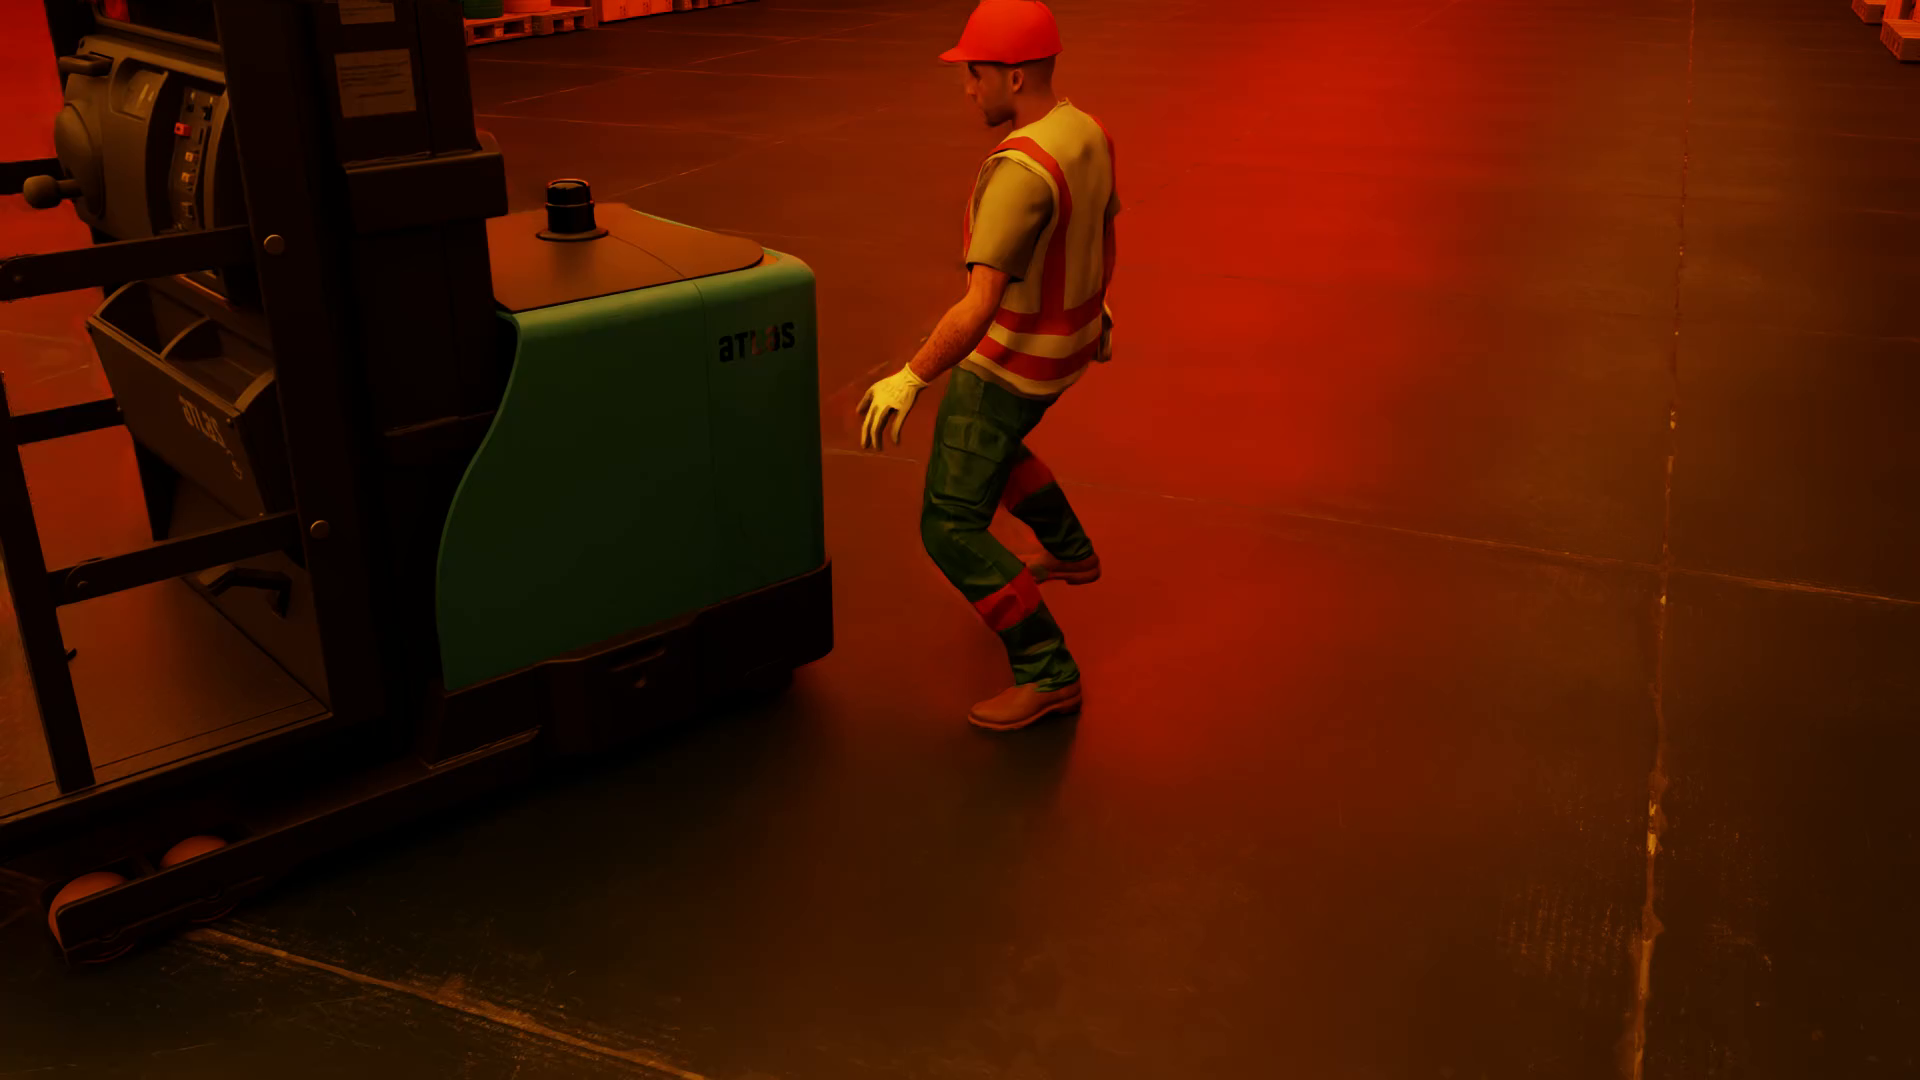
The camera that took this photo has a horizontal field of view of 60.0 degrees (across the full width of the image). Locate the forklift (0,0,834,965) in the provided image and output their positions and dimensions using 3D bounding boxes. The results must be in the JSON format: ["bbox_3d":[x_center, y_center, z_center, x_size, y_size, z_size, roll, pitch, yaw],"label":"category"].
[{"bbox_3d":[-1.761,-0.776,3.148,3.031,2.935,1.130,-19,29,-38],"label":"forklift"}]

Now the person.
[{"bbox_3d":[0.126,-0.466,4.069,0.600,1.669,0.968,11,25,25],"label":"person"}]
